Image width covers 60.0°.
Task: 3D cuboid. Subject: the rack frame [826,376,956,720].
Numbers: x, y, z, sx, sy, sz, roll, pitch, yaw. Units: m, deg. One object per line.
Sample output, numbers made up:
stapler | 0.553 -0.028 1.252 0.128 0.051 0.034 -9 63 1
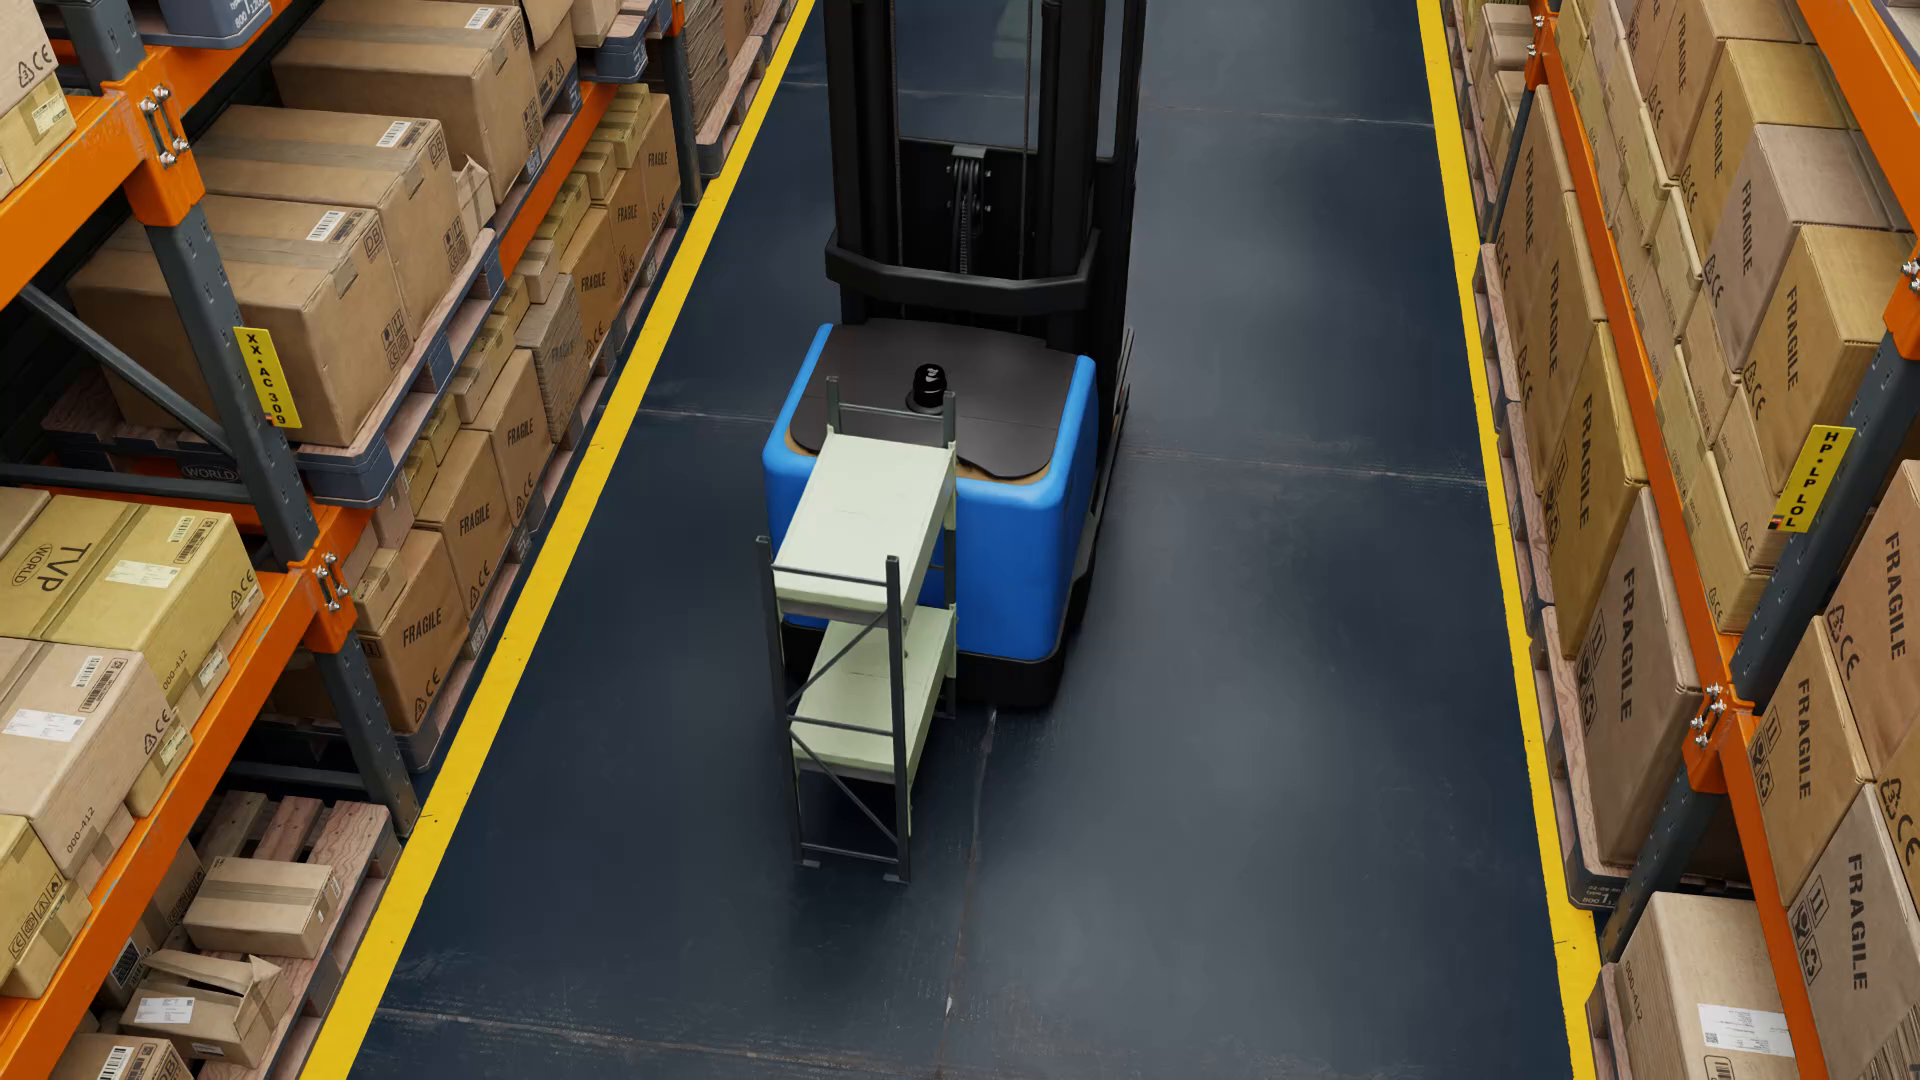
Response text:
rack frame | -0.212 0.076 5.579 0.400 1.500 0.023 8 44 9

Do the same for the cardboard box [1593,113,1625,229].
cardboard box | 2.642 -1.359 6.113 0.500 0.250 0.500 7 44 7

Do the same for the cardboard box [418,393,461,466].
cardboard box | -2.051 -0.416 6.048 0.380 0.149 0.250 5 44 5

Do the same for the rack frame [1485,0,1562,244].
rack frame | 3.082 -2.433 7.138 1.000 3.000 0.127 5 44 6

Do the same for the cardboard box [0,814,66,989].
cardboard box | -2.324 0.842 3.572 0.500 0.250 0.500 5 44 5

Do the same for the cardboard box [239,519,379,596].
cardboard box | -2.117 0.030 5.361 0.380 0.149 0.250 5 44 5

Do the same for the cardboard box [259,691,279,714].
cardboard box | -2.596 0.238 5.829 0.500 0.500 0.500 5 44 5

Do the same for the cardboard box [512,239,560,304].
cardboard box | -1.856 -1.101 6.772 0.380 0.149 0.250 3 44 4

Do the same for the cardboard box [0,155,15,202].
cardboard box | -2.158 -0.715 3.324 0.380 0.149 0.250 5 44 5

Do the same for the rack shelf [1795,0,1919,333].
rack shelf | 2.817 -1.898 4.914 1.077 0.370 4.000 5 44 6

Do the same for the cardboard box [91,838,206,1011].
cardboard box | -2.689 1.097 5.060 0.500 0.311 0.500 7 44 7

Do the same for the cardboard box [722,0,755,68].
cardboard box | -1.664 -3.042 9.202 0.875 0.625 0.625 7 44 7

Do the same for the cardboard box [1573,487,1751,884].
cardboard box | 2.556 0.483 5.299 0.875 0.875 0.875 6 44 7

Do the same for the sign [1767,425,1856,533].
sign | 2.014 -0.141 3.933 0.100 0.325 0.005 5 44 6

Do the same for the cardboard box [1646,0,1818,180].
cardboard box | 2.564 -1.485 5.336 0.500 0.500 0.500 6 44 6

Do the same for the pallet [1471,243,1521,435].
pallet | 2.903 -0.890 7.536 1.003 0.211 1.213 5 44 6

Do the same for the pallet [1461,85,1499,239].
pallet | 3.187 -1.953 8.659 1.003 0.211 1.213 5 44 6

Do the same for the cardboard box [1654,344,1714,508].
cardboard box | 2.431 -0.328 5.024 0.500 0.250 0.500 5 44 5

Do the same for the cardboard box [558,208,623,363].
cardboard box | -1.825 -1.121 7.265 0.500 0.500 0.500 7 44 7

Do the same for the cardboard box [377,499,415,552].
cardboard box | -2.097 -0.052 5.664 0.380 0.149 0.250 4 44 4

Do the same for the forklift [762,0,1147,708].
forklift | 8.655 0.478 3.965 19.036 3.140 5.327 8 44 9

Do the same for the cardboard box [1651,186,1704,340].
cardboard box | 2.491 -0.851 5.213 0.500 0.250 0.500 6 44 7

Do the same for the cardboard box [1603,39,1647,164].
cardboard box | 2.622 -1.546 5.947 0.500 0.250 0.500 5 44 5

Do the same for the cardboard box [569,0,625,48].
cardboard box | -1.657 -2.231 6.728 0.500 0.250 0.500 3 44 4

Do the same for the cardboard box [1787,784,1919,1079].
cardboard box | 2.161 0.896 3.550 0.500 0.500 0.500 5 44 6

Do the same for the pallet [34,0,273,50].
pallet | -2.212 -1.614 4.228 1.213 0.211 1.003 5 44 6

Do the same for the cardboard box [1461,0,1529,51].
cardboard box | 3.362 -3.035 9.380 0.950 0.372 0.625 7 44 7

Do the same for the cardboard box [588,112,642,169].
cardboard box | -1.658 -1.813 7.524 0.380 0.149 0.250 3 44 3

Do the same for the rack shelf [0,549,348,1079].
rack shelf | -2.632 1.469 3.540 1.077 0.370 4.000 5 44 6

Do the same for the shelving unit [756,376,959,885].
shelving unit | -0.287 0.322 5.319 0.431 1.500 0.755 8 44 9

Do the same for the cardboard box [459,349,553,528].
cardboard box | -1.950 -0.413 6.517 0.500 0.500 0.500 4 44 4

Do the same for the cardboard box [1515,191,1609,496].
cardboard box | 2.786 -0.743 6.593 0.875 0.875 0.875 6 44 6

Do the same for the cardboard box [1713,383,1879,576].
cardboard box | 2.370 -0.156 4.479 0.500 0.250 0.500 5 44 5

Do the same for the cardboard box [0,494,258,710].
cardboard box | -2.193 0.160 4.292 0.500 0.250 0.500 6 44 7

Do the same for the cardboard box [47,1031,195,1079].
cardboard box | -2.433 1.631 4.358 0.700 0.500 0.500 4 44 4

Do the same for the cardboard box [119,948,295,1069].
cardboard box | -2.197 1.335 4.842 0.396 0.266 0.258 7 44 7

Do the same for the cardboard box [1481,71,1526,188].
cardboard box | 3.166 -2.015 8.302 0.950 0.372 0.625 3 43 3

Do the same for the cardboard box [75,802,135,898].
cardboard box | -2.244 0.711 4.000 0.380 0.149 0.250 6 44 7

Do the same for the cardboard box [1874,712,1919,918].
cardboard box | 2.177 0.540 3.198 0.500 0.500 0.500 5 44 5

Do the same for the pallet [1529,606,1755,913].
pallet | 2.580 0.773 5.780 1.003 0.211 1.213 5 44 6

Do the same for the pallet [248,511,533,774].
pallet | -2.298 0.299 6.280 1.003 0.211 1.213 5 44 6

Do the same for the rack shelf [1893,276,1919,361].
rack shelf | 2.289 0.828 2.035 1.077 0.370 4.000 5 44 6

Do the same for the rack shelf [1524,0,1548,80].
rack shelf | 3.346 -3.535 8.825 1.077 0.370 4.000 5 44 6

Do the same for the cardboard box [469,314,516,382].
cardboard box | -1.946 -0.752 6.403 0.380 0.149 0.250 7 44 7

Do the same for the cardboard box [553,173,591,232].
cardboard box | -1.817 -1.462 7.153 0.380 0.149 0.250 6 44 7

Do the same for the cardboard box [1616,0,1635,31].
cardboard box | 2.718 -2.179 6.070 0.500 0.500 0.500 5 44 6

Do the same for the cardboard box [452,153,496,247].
cardboard box | -1.804 -1.171 5.597 0.396 0.266 0.258 7 44 8

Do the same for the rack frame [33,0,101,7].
rack frame | -2.368 -2.334 2.670 1.000 3.000 0.127 5 44 6

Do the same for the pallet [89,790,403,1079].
pallet | -2.459 1.325 5.197 1.003 0.211 1.213 5 44 6

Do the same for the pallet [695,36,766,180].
pallet | -1.691 -2.426 9.159 1.003 0.211 1.213 5 44 6

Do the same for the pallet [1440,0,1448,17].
pallet | 3.509 -3.616 10.415 1.003 0.211 1.213 5 44 6

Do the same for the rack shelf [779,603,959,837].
rack shelf | -0.287 0.559 5.543 0.431 0.370 0.720 8 44 9

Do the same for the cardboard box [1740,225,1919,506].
cardboard box | 2.363 -0.433 4.226 0.500 0.500 0.500 7 44 7

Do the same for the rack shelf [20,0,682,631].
rack shelf | -2.103 -1.257 6.419 1.077 0.370 4.000 5 44 6
